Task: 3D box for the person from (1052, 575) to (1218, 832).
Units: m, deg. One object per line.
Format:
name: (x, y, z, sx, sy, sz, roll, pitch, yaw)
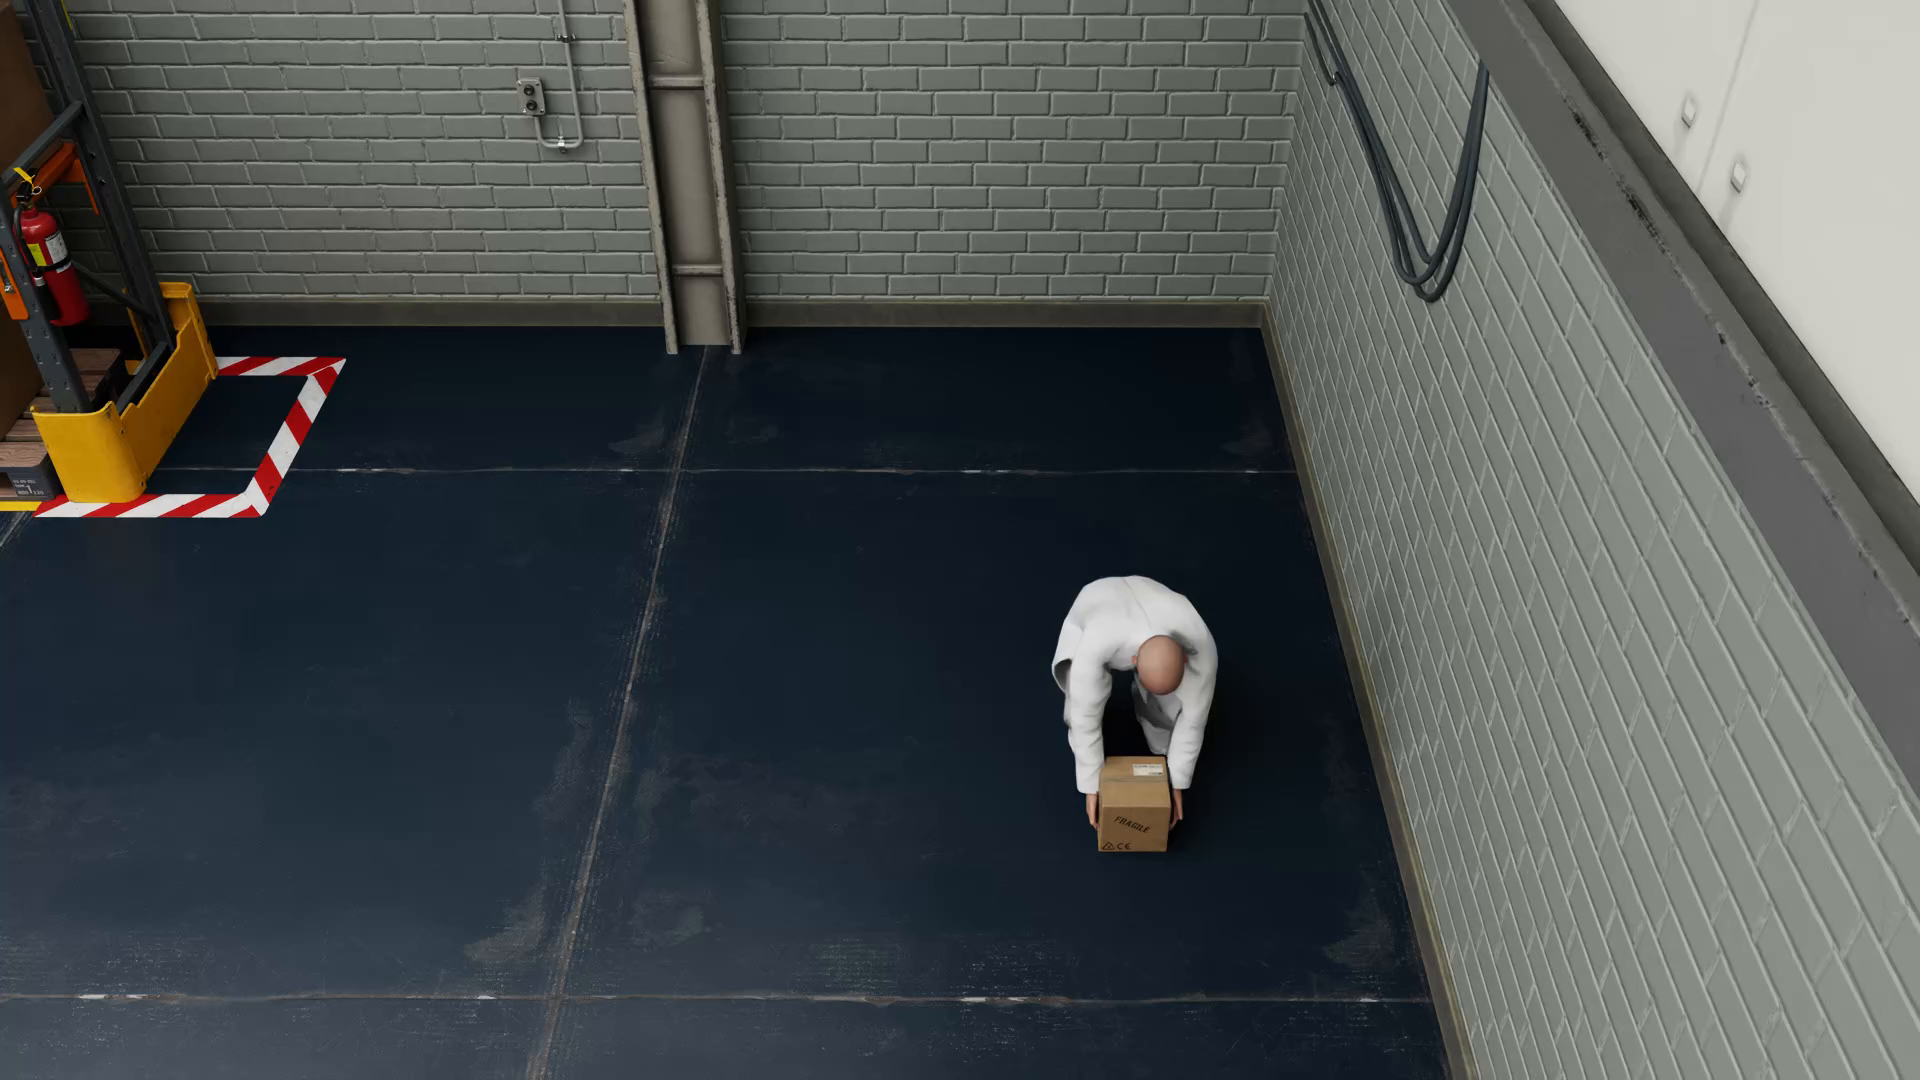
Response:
person: (0.647, 0.514, 6.271, 0.599, 0.853, 0.911, 0, 39, 0)
